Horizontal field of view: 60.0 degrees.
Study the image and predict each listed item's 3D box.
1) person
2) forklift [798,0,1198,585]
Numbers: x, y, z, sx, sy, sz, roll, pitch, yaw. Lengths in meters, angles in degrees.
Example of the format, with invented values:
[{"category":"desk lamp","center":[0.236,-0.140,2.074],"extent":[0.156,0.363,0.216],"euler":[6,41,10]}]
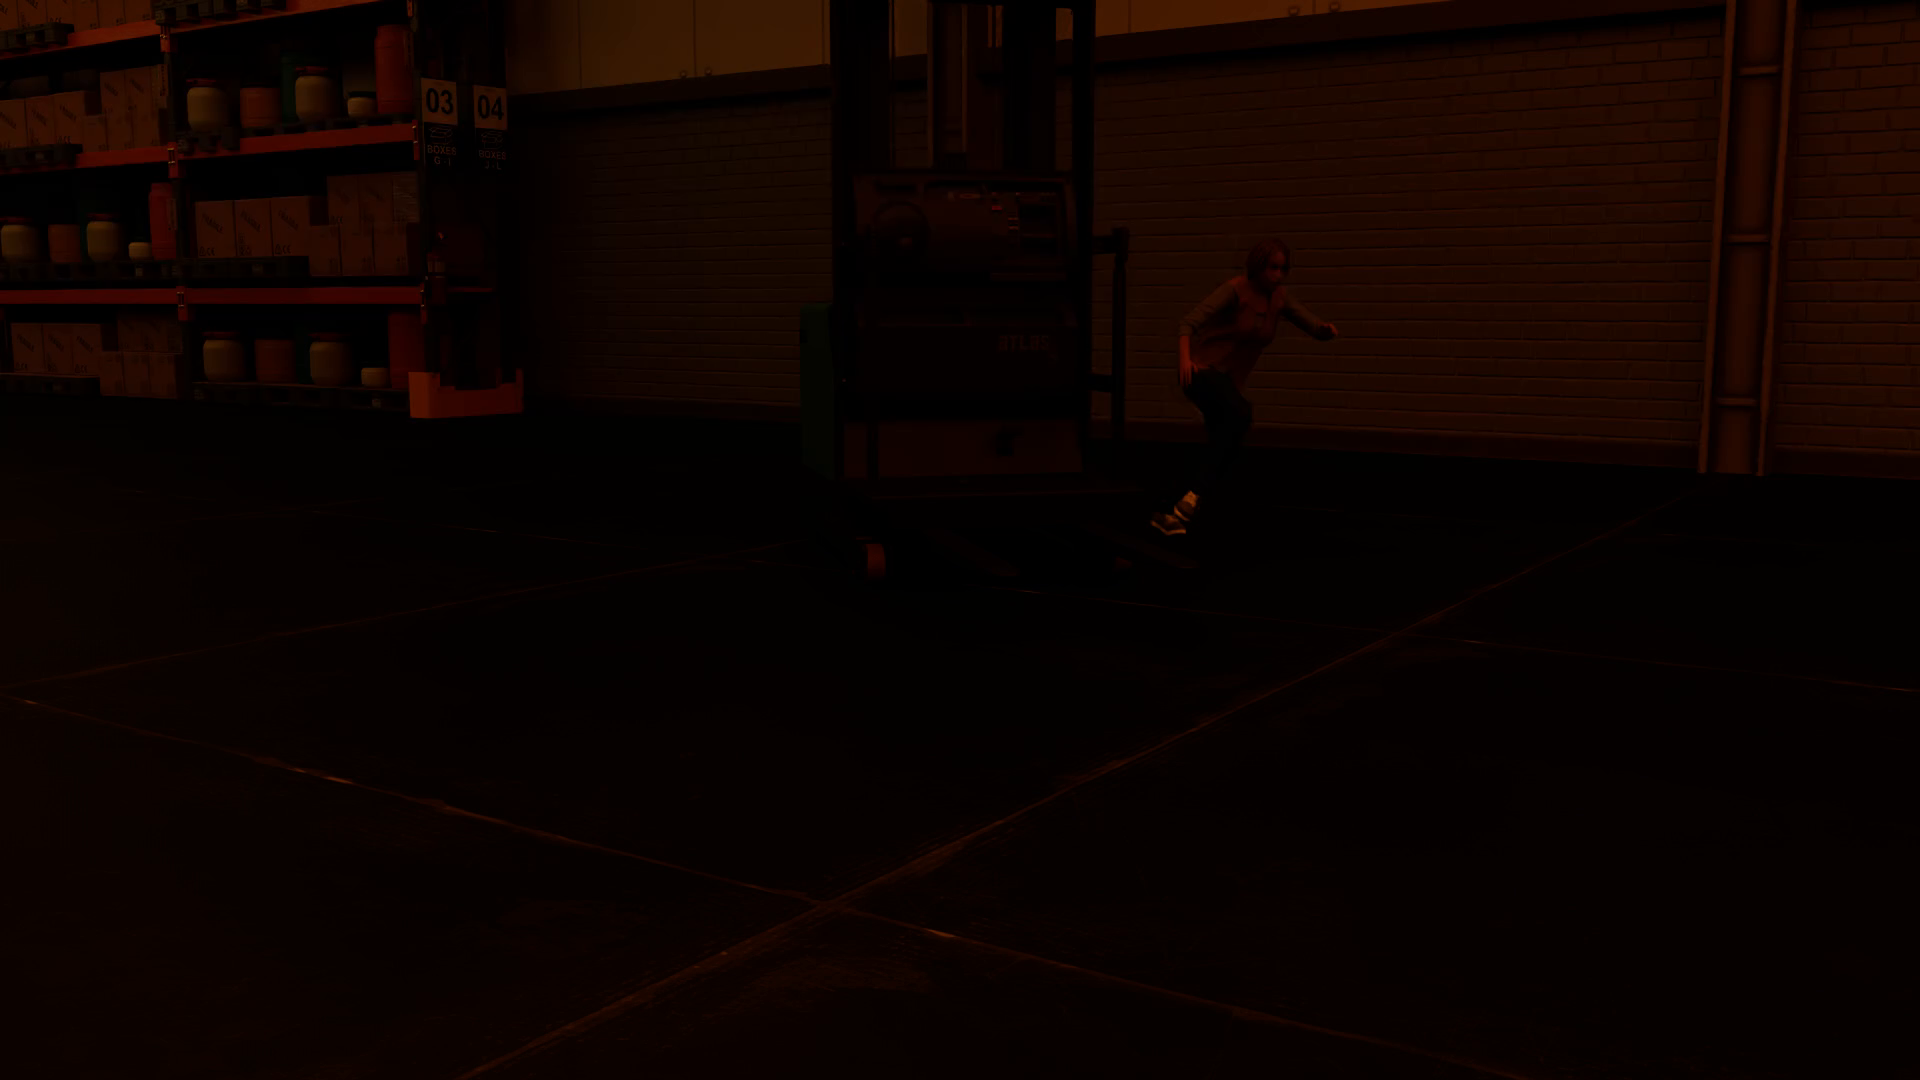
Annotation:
[{"category":"person","center":[1.303,-0.698,7.657],"extent":[0.823,1.361,0.820],"euler":[-7,11,-41]},{"category":"forklift","center":[0.079,-1.337,6.593],"extent":[1.130,2.935,3.031],"euler":[-2,8,-14]}]
